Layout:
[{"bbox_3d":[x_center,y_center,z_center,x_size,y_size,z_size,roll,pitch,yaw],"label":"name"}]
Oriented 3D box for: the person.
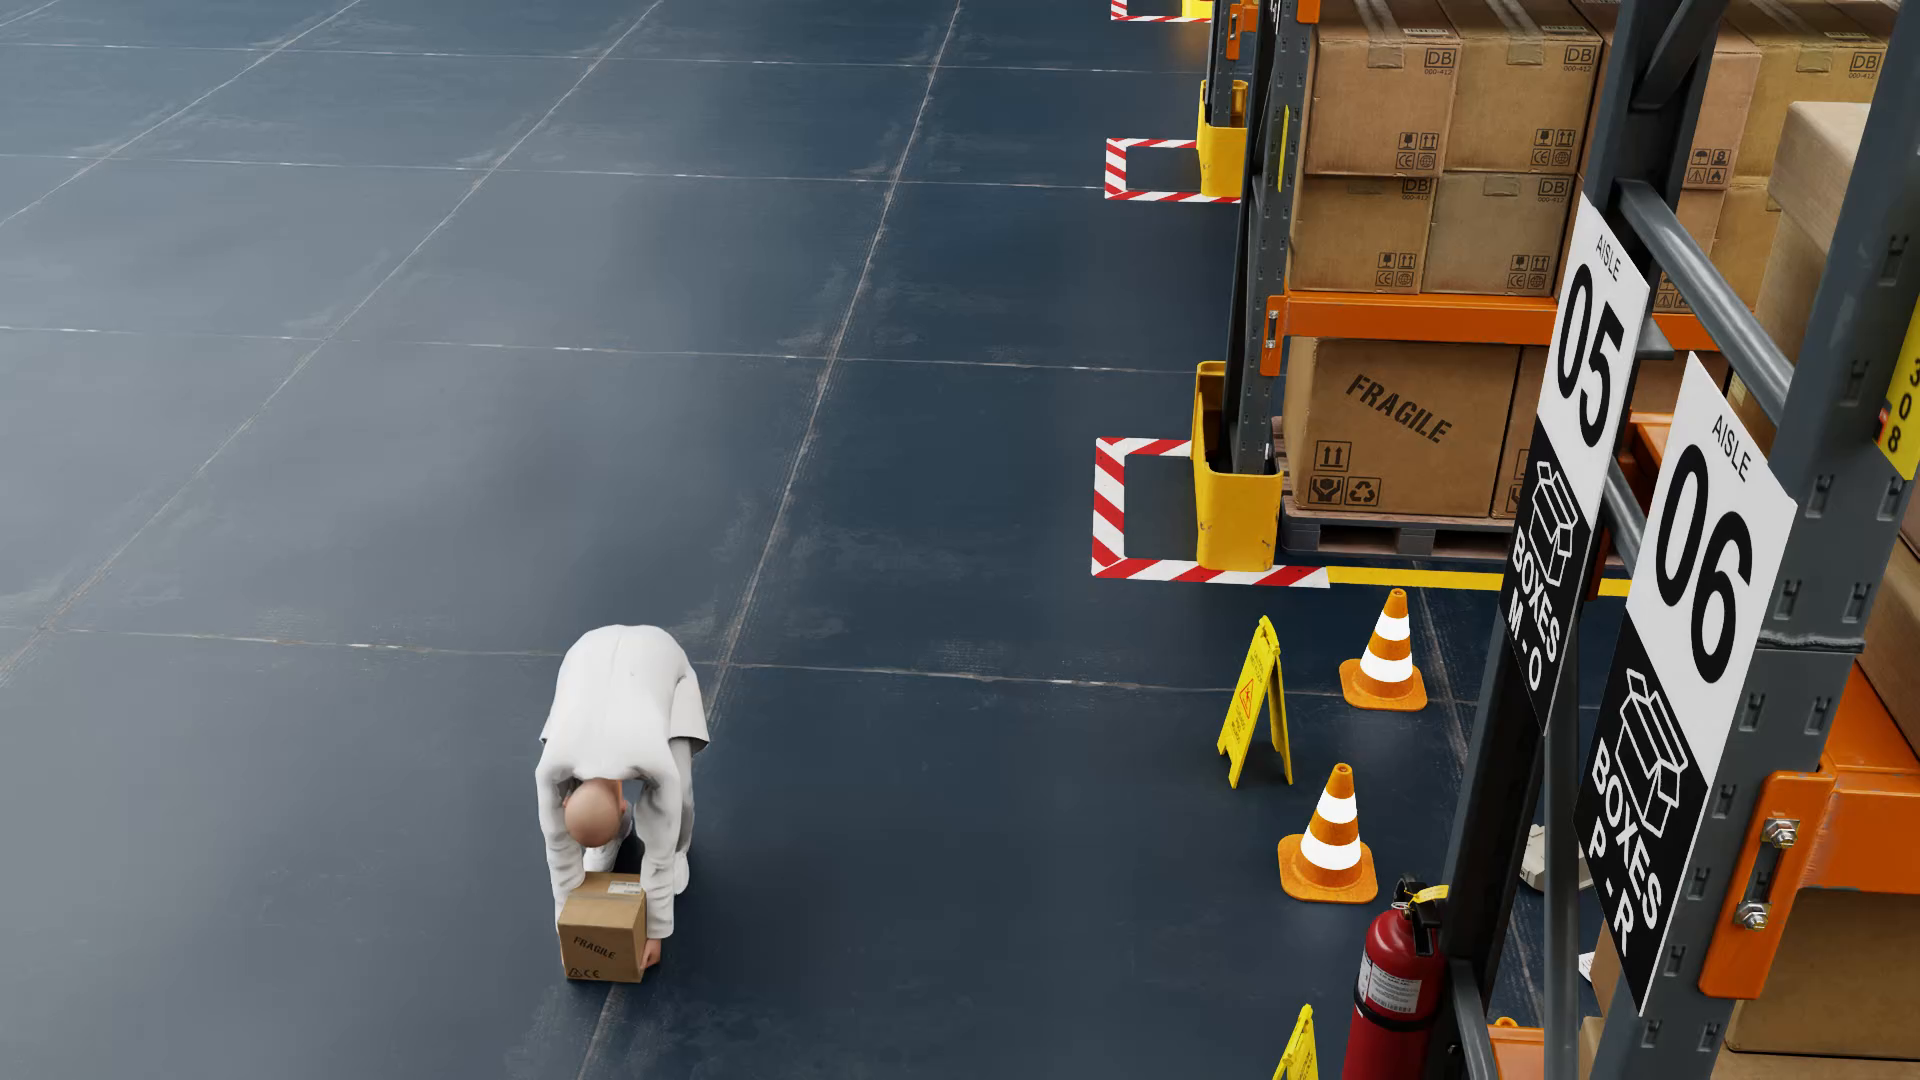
[{"bbox_3d":[-1.147,0.834,5.614,0.587,0.934,0.949,1,32,2],"label":"person"}]
